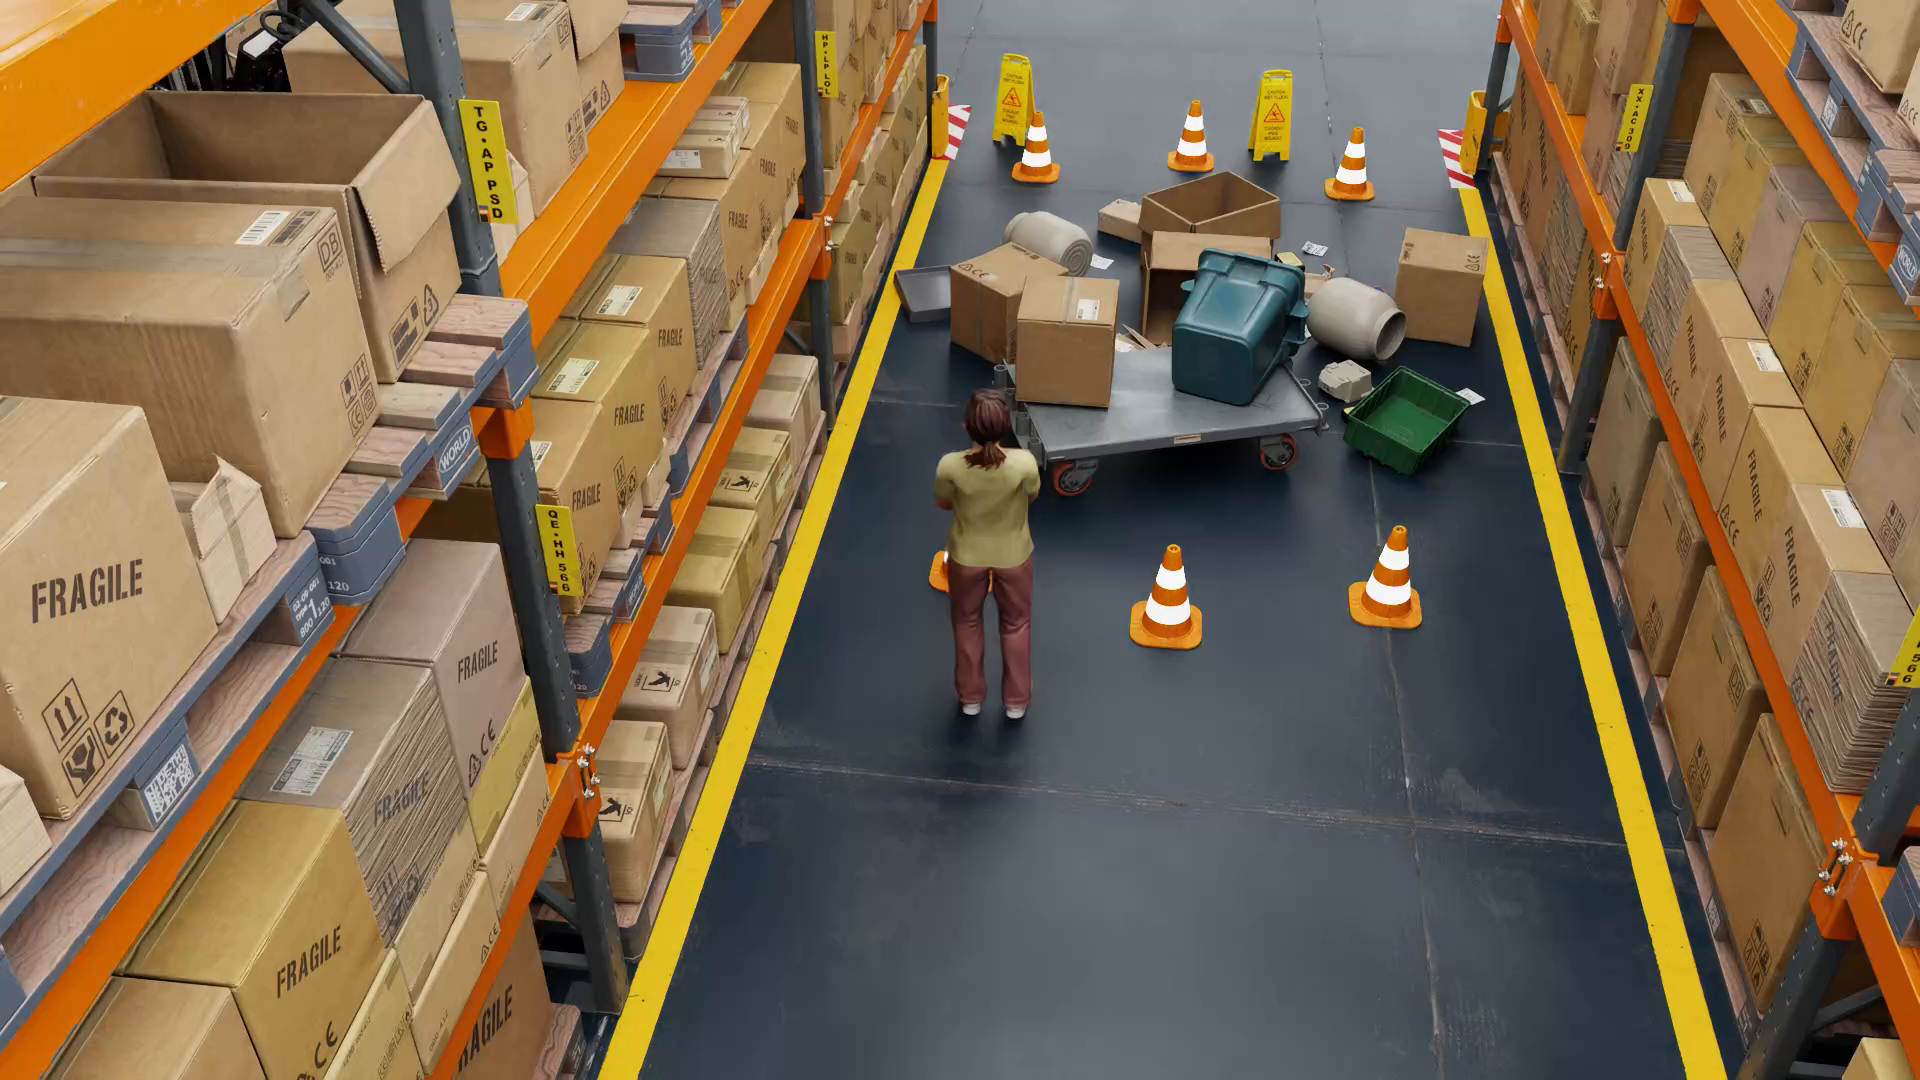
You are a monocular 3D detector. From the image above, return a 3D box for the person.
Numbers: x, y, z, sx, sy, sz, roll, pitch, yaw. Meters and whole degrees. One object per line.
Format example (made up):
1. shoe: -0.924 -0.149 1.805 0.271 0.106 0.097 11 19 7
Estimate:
1. person: 0.109 0.033 6.996 0.438 1.673 0.543 0 36 0
